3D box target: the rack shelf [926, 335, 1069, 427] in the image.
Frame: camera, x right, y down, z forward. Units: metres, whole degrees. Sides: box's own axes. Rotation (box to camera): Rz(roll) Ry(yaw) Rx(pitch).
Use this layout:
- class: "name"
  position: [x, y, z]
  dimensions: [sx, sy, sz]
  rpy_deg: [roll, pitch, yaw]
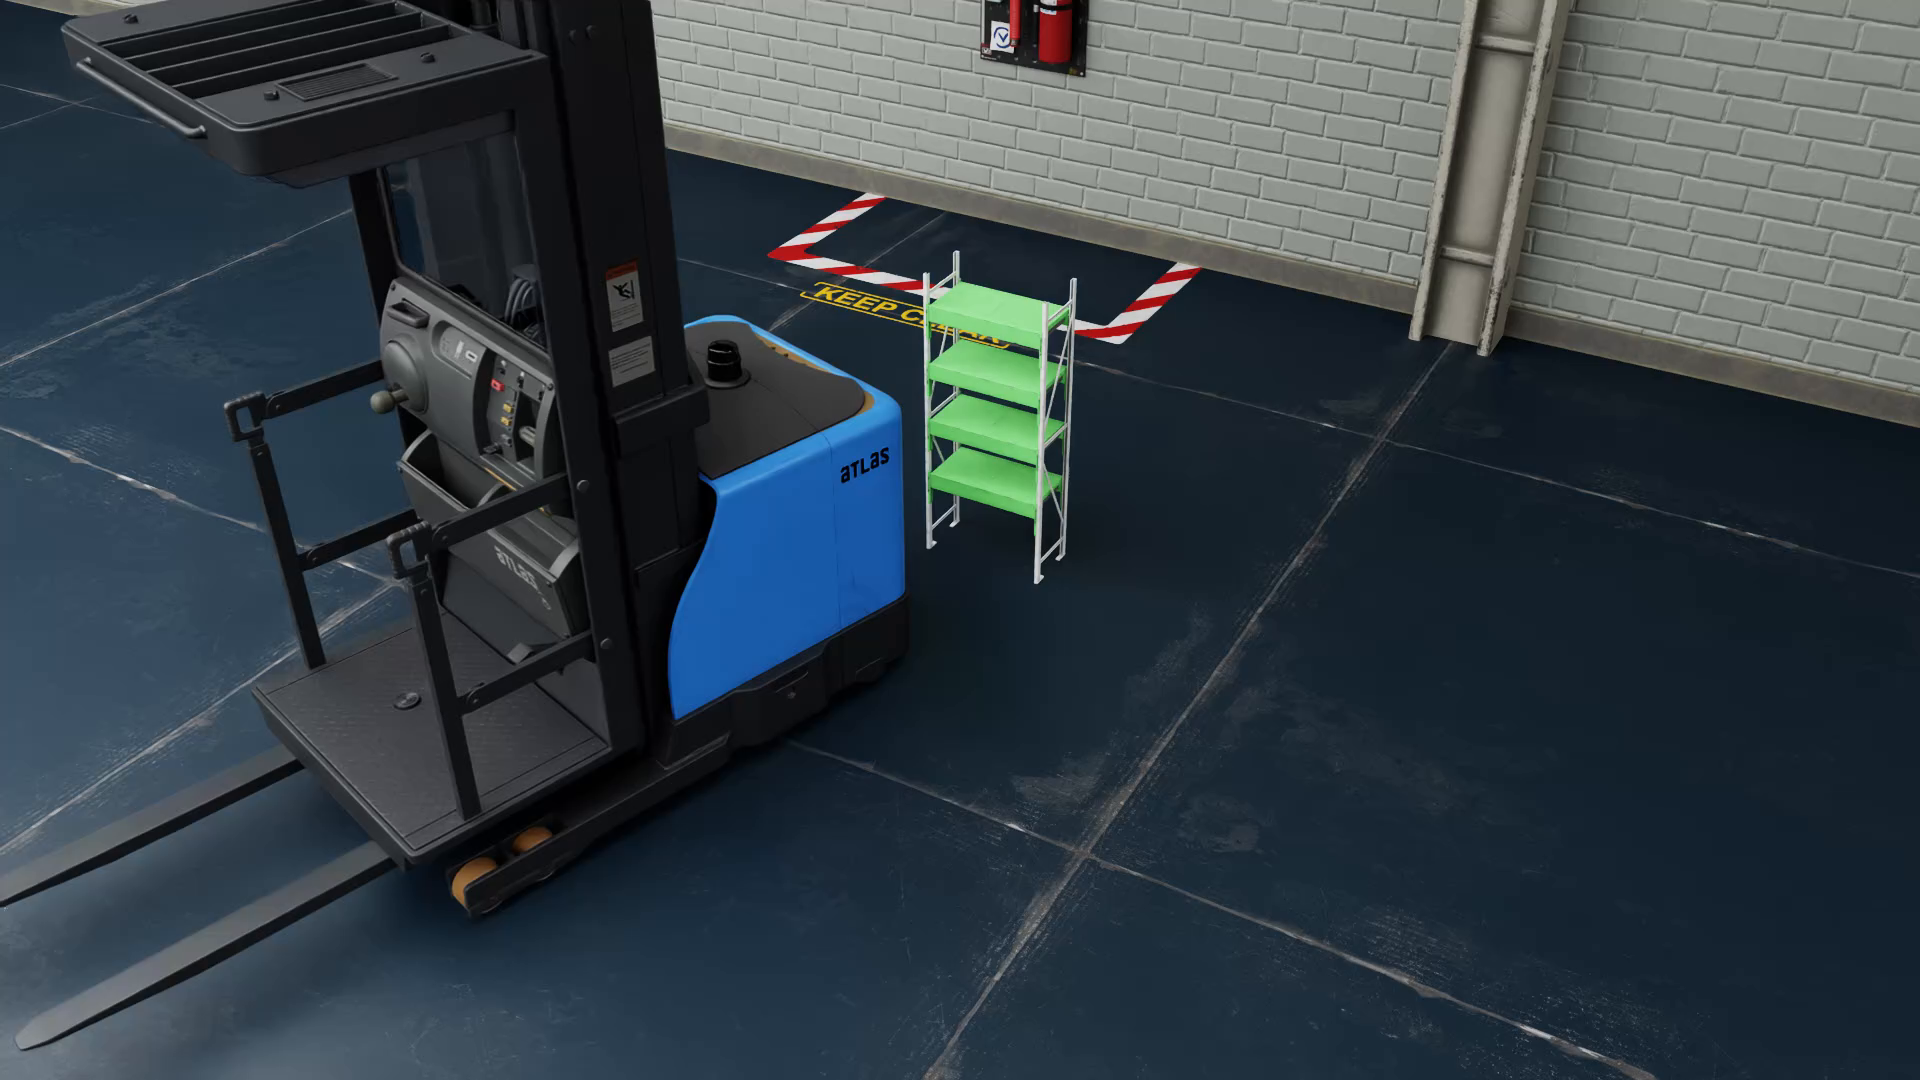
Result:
- class: "rack shelf"
  position: [0.144, -0.600, 6.251]
  dimensions: [0.480, 0.148, 0.258]
  rpy_deg: [18, 37, 24]

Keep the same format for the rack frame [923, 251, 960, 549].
- class: "rack frame"
  position: [-0.068, -0.521, 6.450]
  dimensions: [0.015, 1.200, 0.240]
  rpy_deg: [18, 37, 24]

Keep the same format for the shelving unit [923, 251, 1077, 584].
- class: "shelving unit"
  position: [0.144, -0.454, 6.349]
  dimensions: [0.503, 1.200, 0.258]
  rpy_deg: [18, 37, 24]

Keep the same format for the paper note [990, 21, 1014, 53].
- class: "paper note"
  position: [0.227, -2.681, 8.865]
  dimensions: [0.142, 0.148, 0.016]
  rpy_deg: [18, 37, 24]

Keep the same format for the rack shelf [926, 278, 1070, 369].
- class: "rack shelf"
  position: [0.144, -0.800, 6.118]
  dimensions: [0.480, 0.148, 0.258]
  rpy_deg: [18, 37, 24]

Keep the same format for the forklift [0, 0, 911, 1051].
- class: "forklift"
  position: [-1.591, -0.414, 4.727]
  dimensions: [3.031, 2.935, 1.130]
  rpy_deg: [-28, 43, -35]

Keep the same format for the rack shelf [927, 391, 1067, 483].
- class: "rack shelf"
  position: [0.144, -0.401, 6.384]
  dimensions: [0.480, 0.148, 0.258]
  rpy_deg: [18, 37, 24]

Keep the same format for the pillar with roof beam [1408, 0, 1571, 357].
- class: "pillar with roof beam"
  position: [0.337, -2.693, 2.676]
  dimensions: [0.400, 9.000, 9.100]
  rpy_deg: [18, 37, 24]

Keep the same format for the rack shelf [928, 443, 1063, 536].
- class: "rack shelf"
  position: [0.144, -0.201, 6.518]
  dimensions: [0.480, 0.148, 0.258]
  rpy_deg: [18, 37, 24]

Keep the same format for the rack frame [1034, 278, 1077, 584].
- class: "rack frame"
  position: [0.356, -0.387, 6.248]
  dimensions: [0.015, 1.200, 0.240]
  rpy_deg: [18, 37, 24]

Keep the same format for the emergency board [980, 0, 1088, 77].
- class: "emergency board"
  position: [0.346, -2.966, 8.498]
  dimensions: [0.643, 1.169, 0.194]
  rpy_deg: [18, 37, 24]
